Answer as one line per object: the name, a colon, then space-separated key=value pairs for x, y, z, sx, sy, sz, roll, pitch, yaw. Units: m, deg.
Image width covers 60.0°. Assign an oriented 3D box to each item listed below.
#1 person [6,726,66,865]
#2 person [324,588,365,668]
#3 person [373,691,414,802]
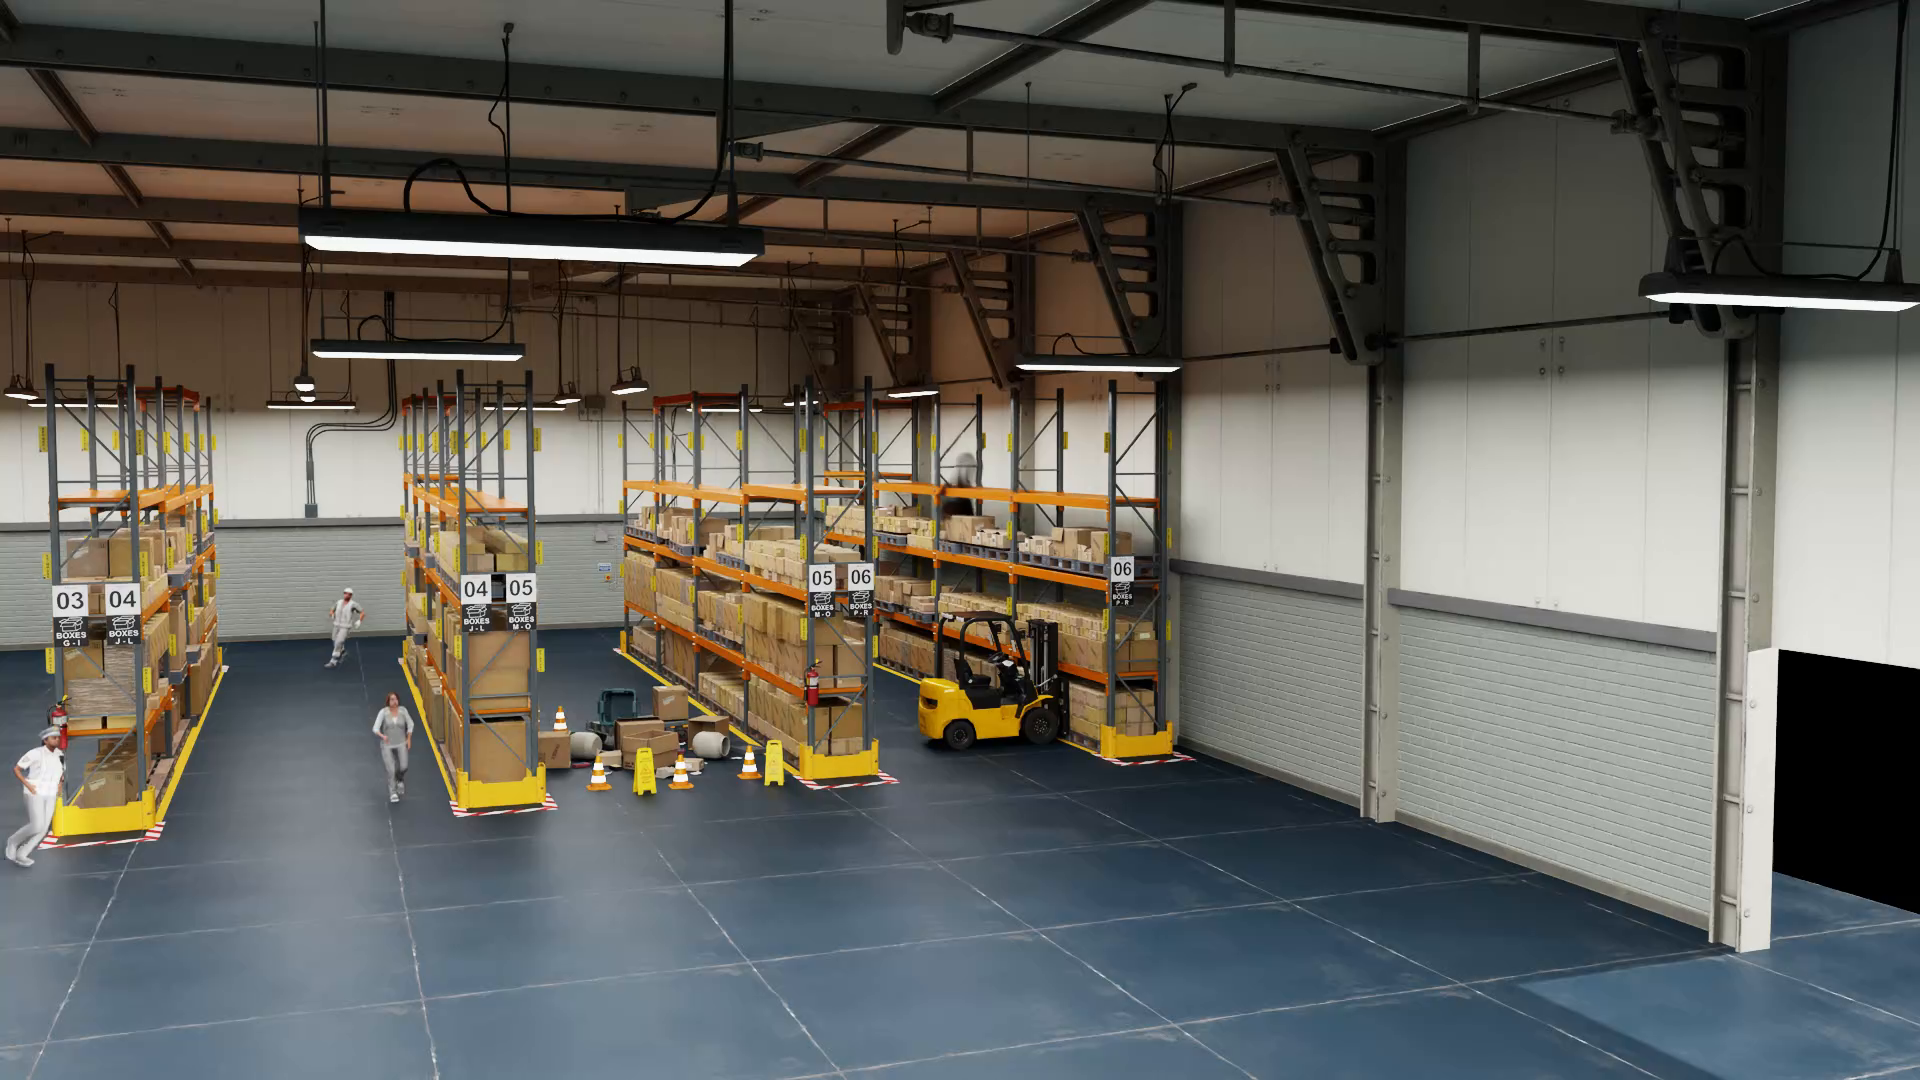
person: x=-10.979 y=3.033 z=19.855 sx=0.553 sy=1.612 sz=0.646 roll=1 pitch=4 yaw=24
person: x=-13.728 y=1.947 z=36.959 sx=0.726 sy=1.740 sz=0.916 roll=1 pitch=3 yaw=13
person: x=-7.860 y=2.877 z=23.118 sx=0.558 sy=1.556 sz=0.542 roll=-2 pitch=4 yaw=-27
